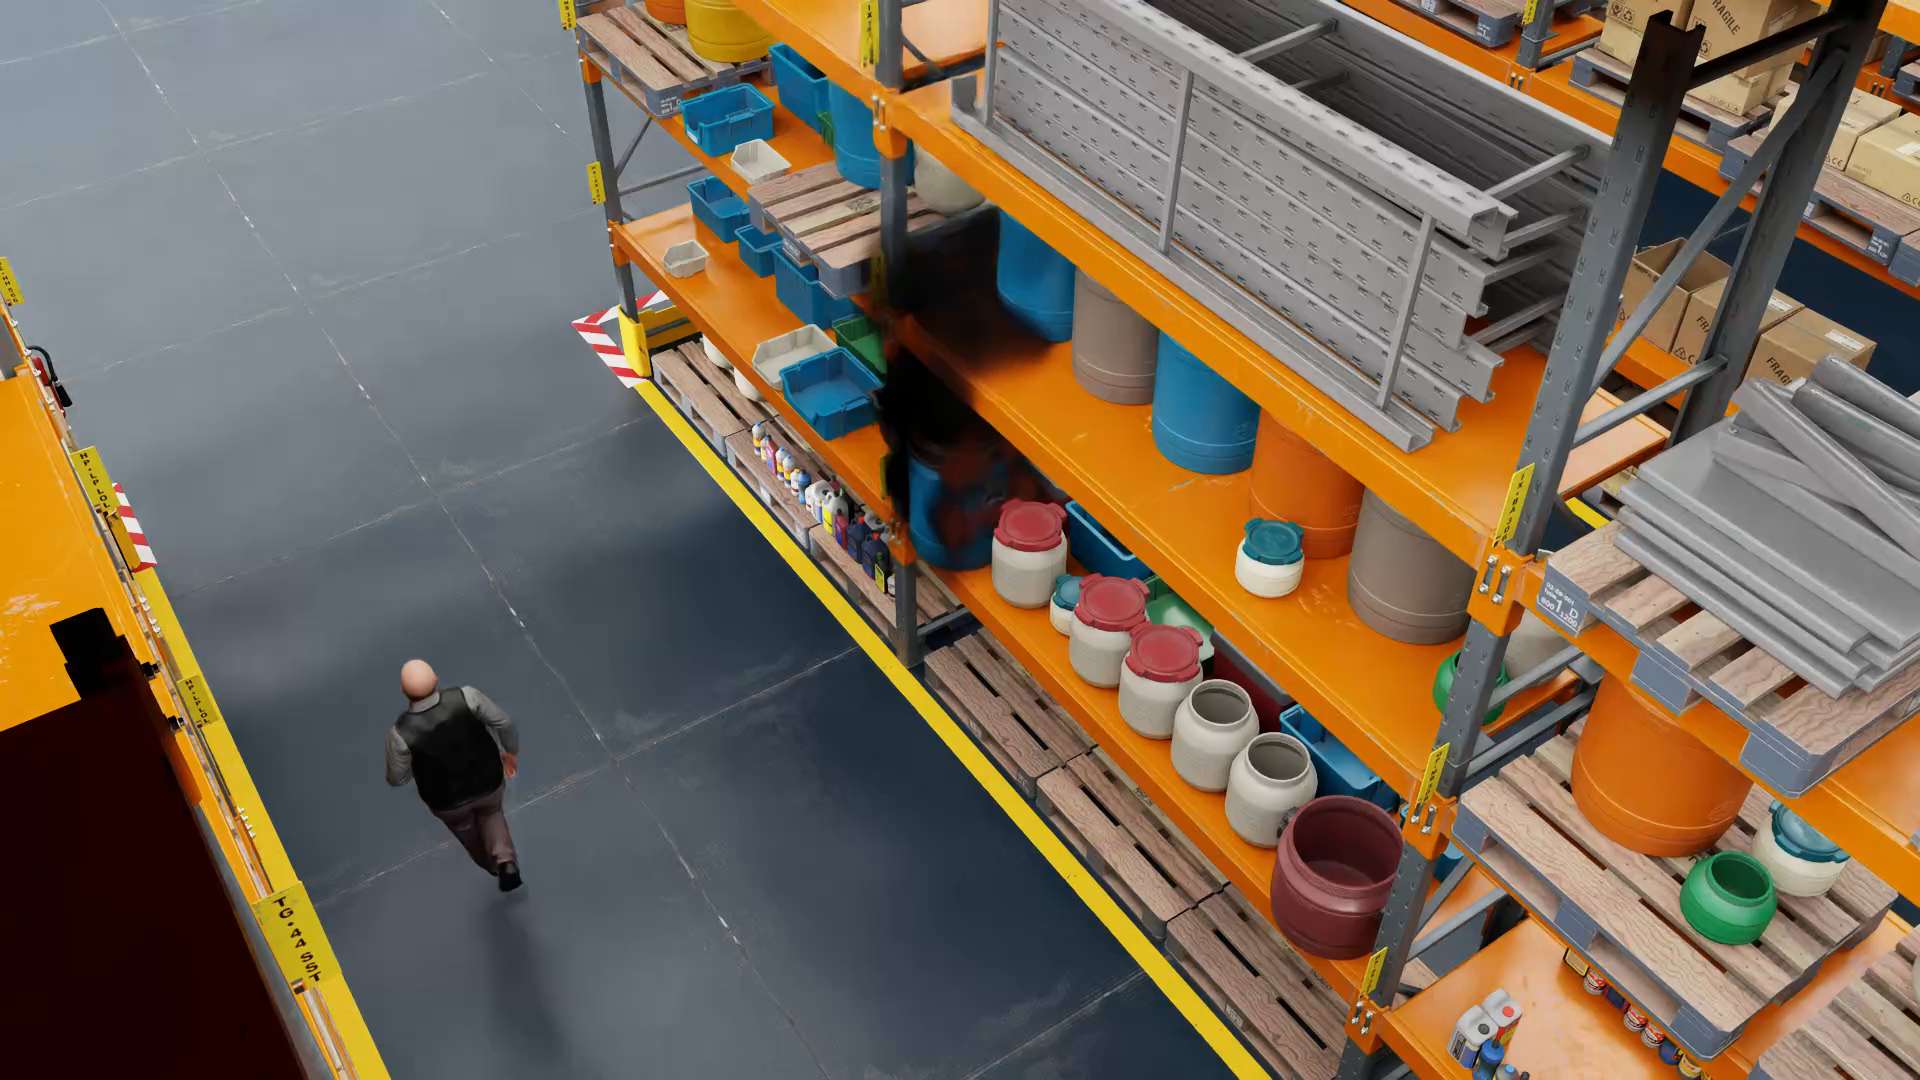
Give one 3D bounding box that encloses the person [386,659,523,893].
[{"bbox_3d":[-2.583,1.294,8.723,0.631,1.692,0.648,-23,47,-23],"label":"person"}]
